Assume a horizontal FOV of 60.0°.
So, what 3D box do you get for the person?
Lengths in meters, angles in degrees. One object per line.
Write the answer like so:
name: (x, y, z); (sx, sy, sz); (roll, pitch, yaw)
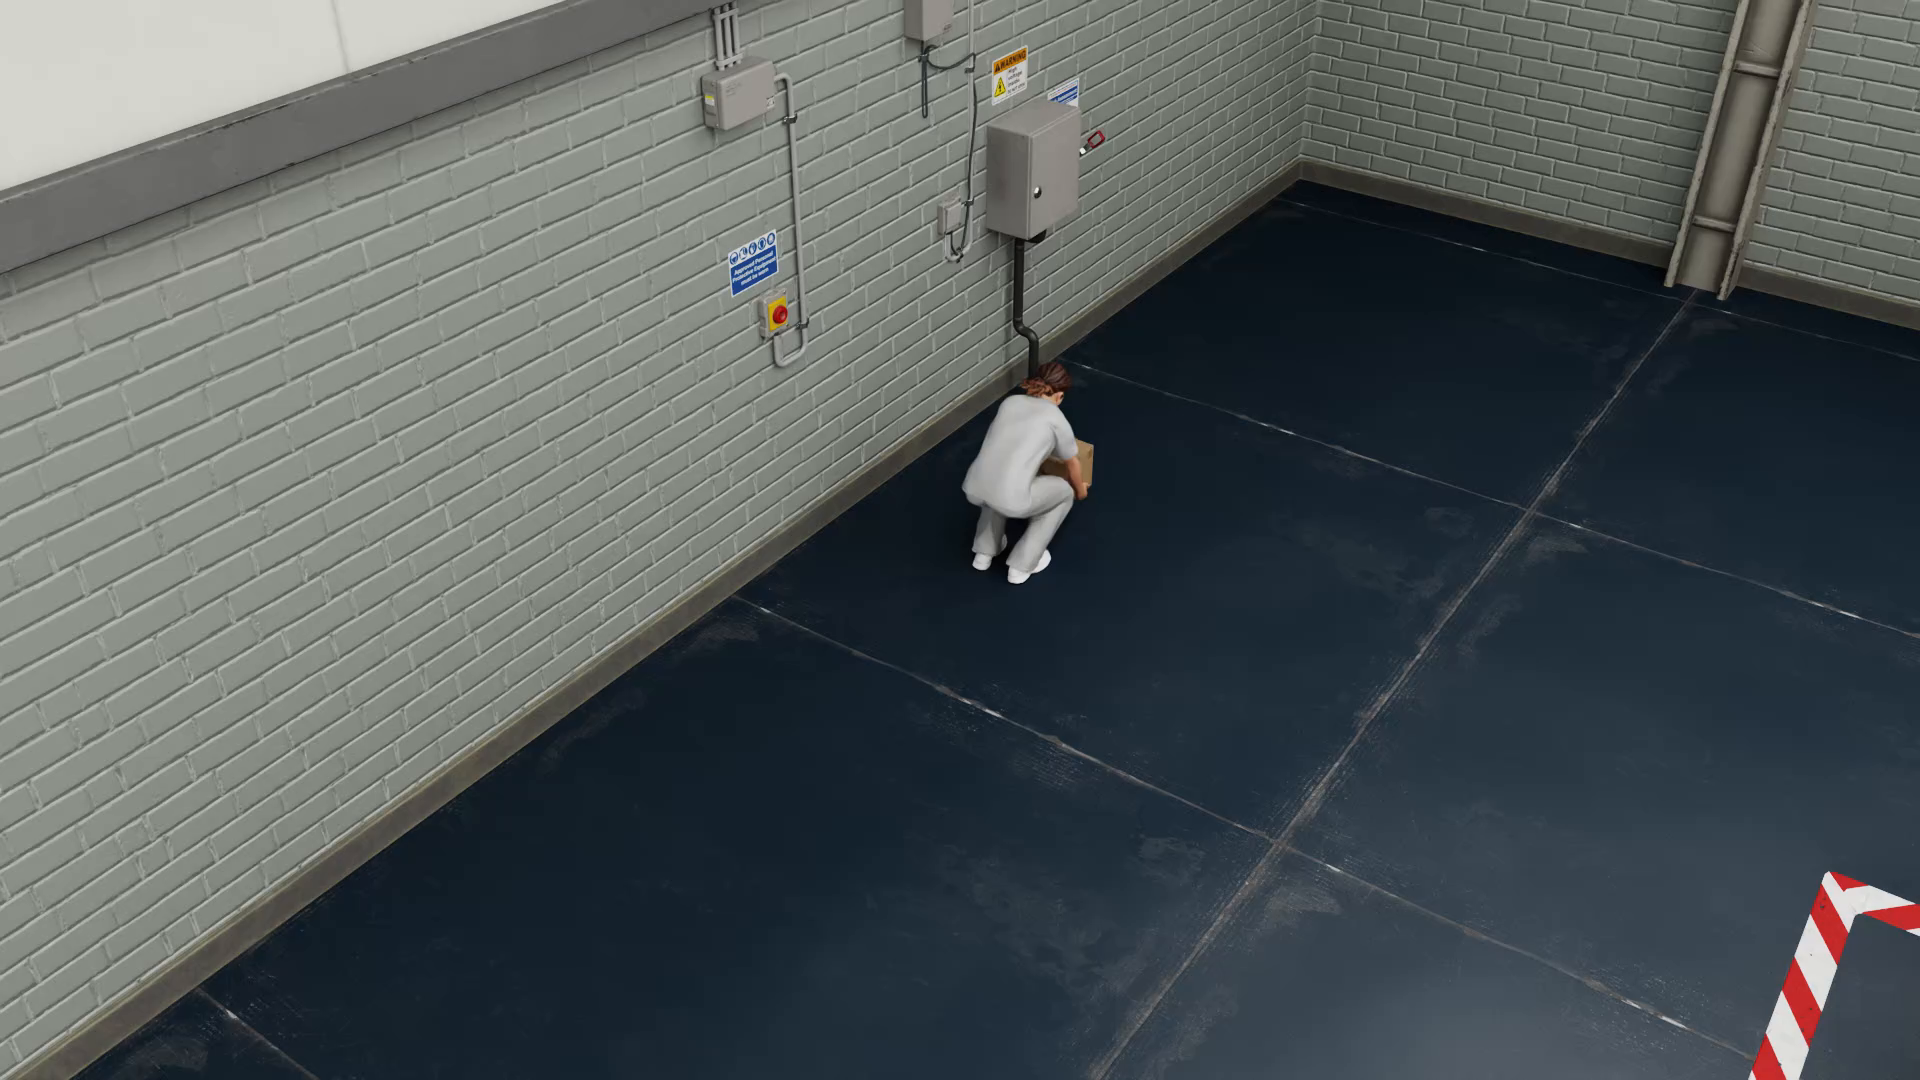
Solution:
person: (0.326, -0.331, 8.275); (0.460, 0.938, 0.830); (20, 40, 27)
